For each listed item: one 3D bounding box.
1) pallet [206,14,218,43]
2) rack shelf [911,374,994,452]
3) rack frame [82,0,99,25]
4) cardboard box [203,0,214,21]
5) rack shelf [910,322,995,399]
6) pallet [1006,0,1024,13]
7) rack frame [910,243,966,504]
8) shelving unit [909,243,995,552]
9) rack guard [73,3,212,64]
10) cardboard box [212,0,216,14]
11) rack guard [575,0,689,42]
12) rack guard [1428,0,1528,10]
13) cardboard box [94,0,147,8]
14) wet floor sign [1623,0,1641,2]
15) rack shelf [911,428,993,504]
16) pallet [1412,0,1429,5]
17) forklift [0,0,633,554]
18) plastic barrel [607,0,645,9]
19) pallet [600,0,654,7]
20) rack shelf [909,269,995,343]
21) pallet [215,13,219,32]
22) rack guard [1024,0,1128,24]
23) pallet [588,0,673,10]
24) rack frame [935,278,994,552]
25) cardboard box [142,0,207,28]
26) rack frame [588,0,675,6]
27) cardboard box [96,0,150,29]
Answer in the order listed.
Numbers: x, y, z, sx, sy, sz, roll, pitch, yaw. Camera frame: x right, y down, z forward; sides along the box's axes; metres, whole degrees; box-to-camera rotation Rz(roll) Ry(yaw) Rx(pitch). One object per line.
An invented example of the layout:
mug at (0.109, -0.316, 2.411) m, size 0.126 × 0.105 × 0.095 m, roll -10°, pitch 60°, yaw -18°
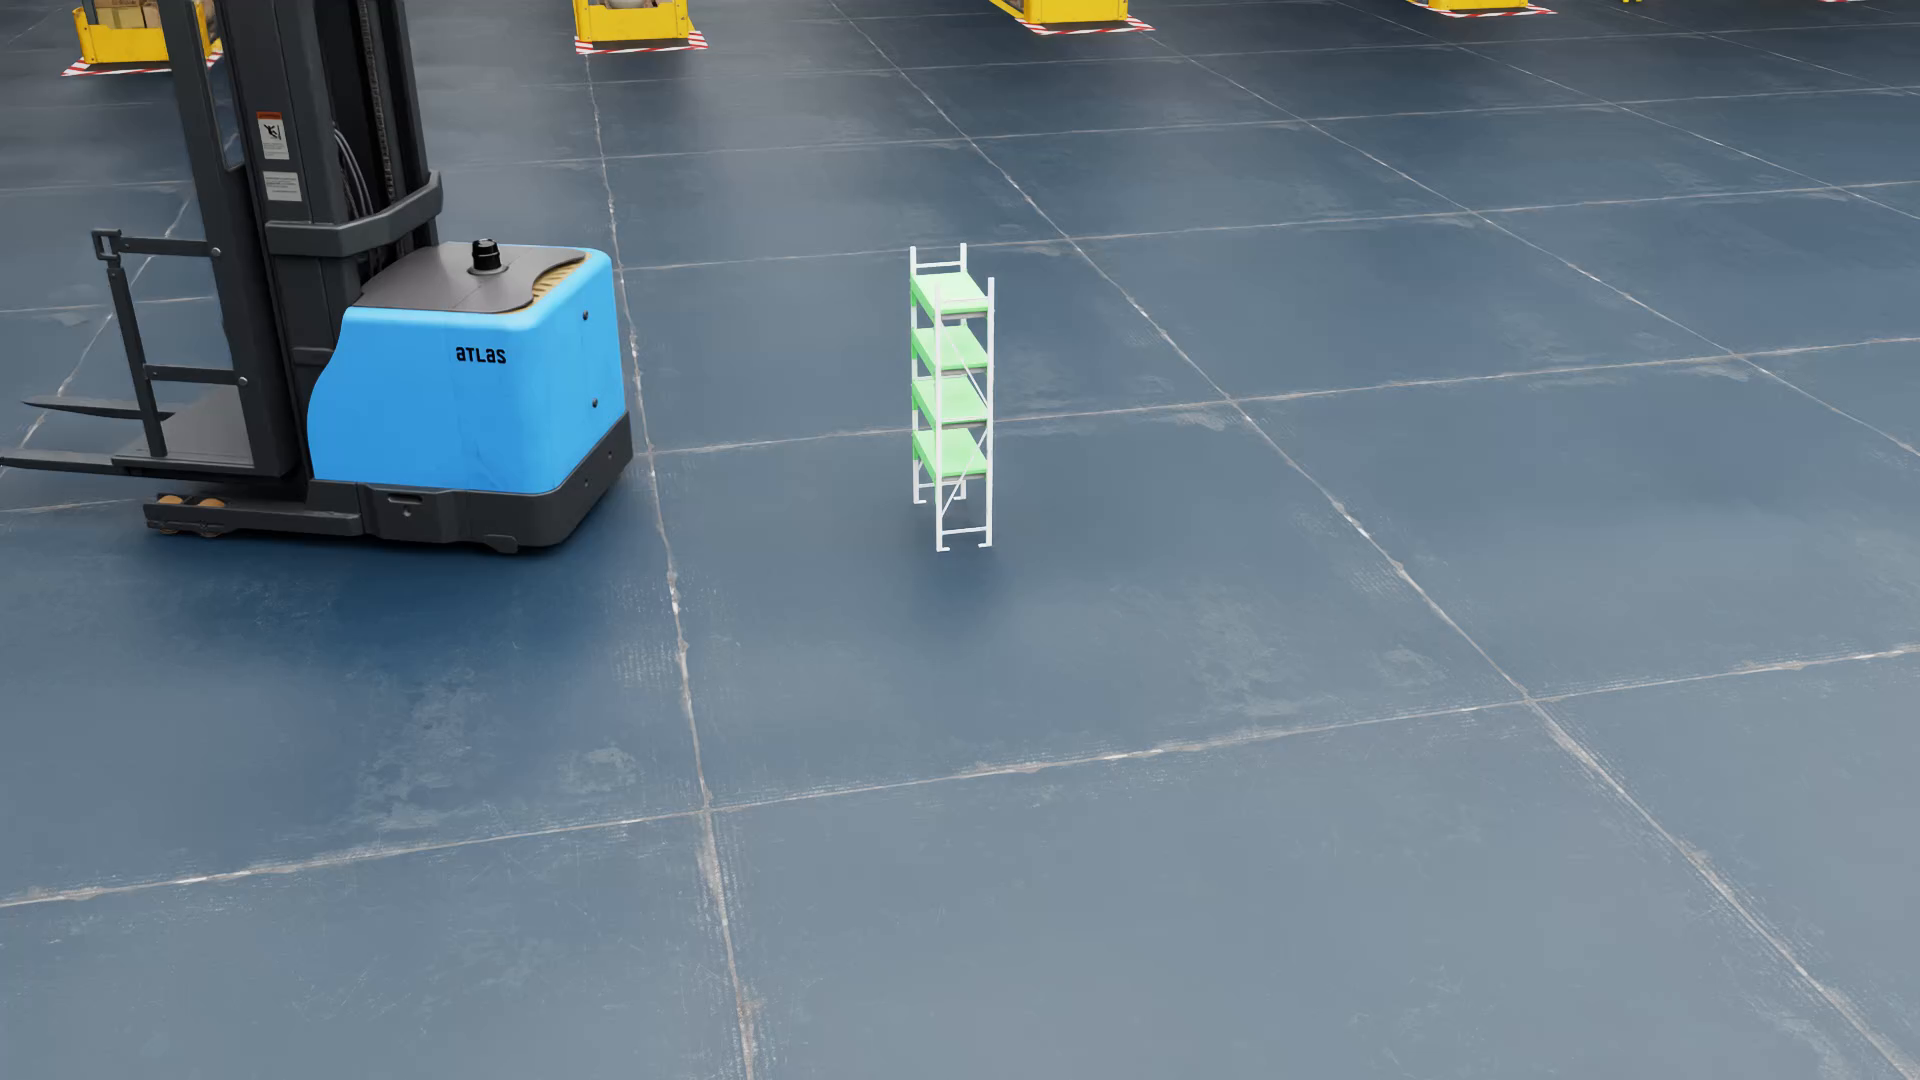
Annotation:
pallet at (-8.523, -5.369, 17.654) m, size 1.003 × 0.211 × 1.213 m, roll -6°, pitch 27°, yaw -12°
rack shelf at (-0.037, -0.551, 7.152) m, size 0.258 × 0.148 × 0.480 m, roll -6°, pitch 27°, yaw -12°
rack frame at (-8.310, -6.283, 16.369) m, size 1.000 × 3.000 × 0.127 m, roll -6°, pitch 27°, yaw -12°
cardboard box at (-8.330, -5.720, 17.839) m, size 0.500 × 0.250 × 0.500 m, roll -6°, pitch 27°, yaw -12°
rack shelf at (-0.037, -0.766, 7.044) m, size 0.258 × 0.148 × 0.480 m, roll -6°, pitch 27°, yaw -12°
pallet at (1.177, -6.436, 19.767) m, size 1.003 × 0.211 × 1.213 m, roll -6°, pitch 27°, yaw -12°
rack frame at (-0.092, -0.715, 7.336) m, size 0.240 × 1.200 × 0.015 m, roll -6°, pitch 27°, yaw -12°
shelving unit at (-0.037, -0.608, 7.124) m, size 0.258 × 1.200 × 0.503 m, roll -6°, pitch 27°, yaw -12°
rack guard at (-8.305, -5.156, 16.911) m, size 1.175 × 0.500 × 0.348 m, roll -6°, pitch 27°, yaw -12°
cardboard box at (-8.443, -5.939, 18.274) m, size 0.500 × 0.250 × 0.500 m, roll -6°, pitch 27°, yaw -12°
rack guard at (-3.546, -5.697, 17.982) m, size 1.175 × 0.500 × 0.348 m, roll -6°, pitch 27°, yaw -12°
rack guard at (6.203, -6.620, 19.811) m, size 1.175 × 0.500 × 0.348 m, roll -6°, pitch 27°, yaw -12°
cardboard box at (-8.721, -5.783, 17.131) m, size 0.500 × 0.500 × 0.500 m, roll -6°, pitch 27°, yaw -12°
wet floor sign at (8.133, -6.884, 20.172) m, size 0.267 × 0.644 × 0.232 m, roll -11°, pitch 29°, yaw -20°
rack shelf at (-0.037, -0.337, 7.261) m, size 0.258 × 0.148 × 0.480 m, roll -6°, pitch 27°, yaw -12°
pallet at (5.941, -6.845, 20.577) m, size 1.003 × 0.211 × 1.213 m, roll -6°, pitch 27°, yaw -12°
forklift at (-3.110, -1.550, 7.067) m, size 3.031 × 2.935 × 1.130 m, roll 4°, pitch 27°, yaw 8°
plastic barrel at (-3.706, -6.142, 18.385) m, size 0.421 × 0.512 × 0.421 m, roll 0°, pitch 27°, yaw 0°
pallet at (-3.996, -6.460, 19.814) m, size 1.003 × 0.211 × 1.213 m, roll -6°, pitch 27°, yaw -12°
rack shelf at (-0.037, -0.980, 6.936) m, size 0.258 × 0.148 × 0.480 m, roll -6°, pitch 27°, yaw -12°
pallet at (-8.795, -5.904, 18.713) m, size 1.003 × 0.211 × 1.213 m, roll -6°, pitch 27°, yaw -12°
rack guard at (1.325, -6.205, 18.988) m, size 1.175 × 0.500 × 0.348 m, roll -6°, pitch 27°, yaw -12°
pallet at (-3.724, -5.925, 18.755) m, size 1.003 × 0.211 × 1.213 m, roll -6°, pitch 27°, yaw -12°
rack frame at (0.018, -0.501, 6.911) m, size 0.240 × 1.200 × 0.015 m, roll -6°, pitch 27°, yaw -12°
cardboard box at (-8.214, -5.501, 17.405) m, size 0.500 × 0.250 × 0.500 m, roll -6°, pitch 27°, yaw -12°
rack frame at (-3.483, -6.784, 17.362) m, size 1.000 × 3.000 × 0.127 m, roll -6°, pitch 27°, yaw -12°
cardboard box at (-8.719, -5.448, 17.301) m, size 0.500 × 0.250 × 0.500 m, roll -6°, pitch 27°, yaw -12°
